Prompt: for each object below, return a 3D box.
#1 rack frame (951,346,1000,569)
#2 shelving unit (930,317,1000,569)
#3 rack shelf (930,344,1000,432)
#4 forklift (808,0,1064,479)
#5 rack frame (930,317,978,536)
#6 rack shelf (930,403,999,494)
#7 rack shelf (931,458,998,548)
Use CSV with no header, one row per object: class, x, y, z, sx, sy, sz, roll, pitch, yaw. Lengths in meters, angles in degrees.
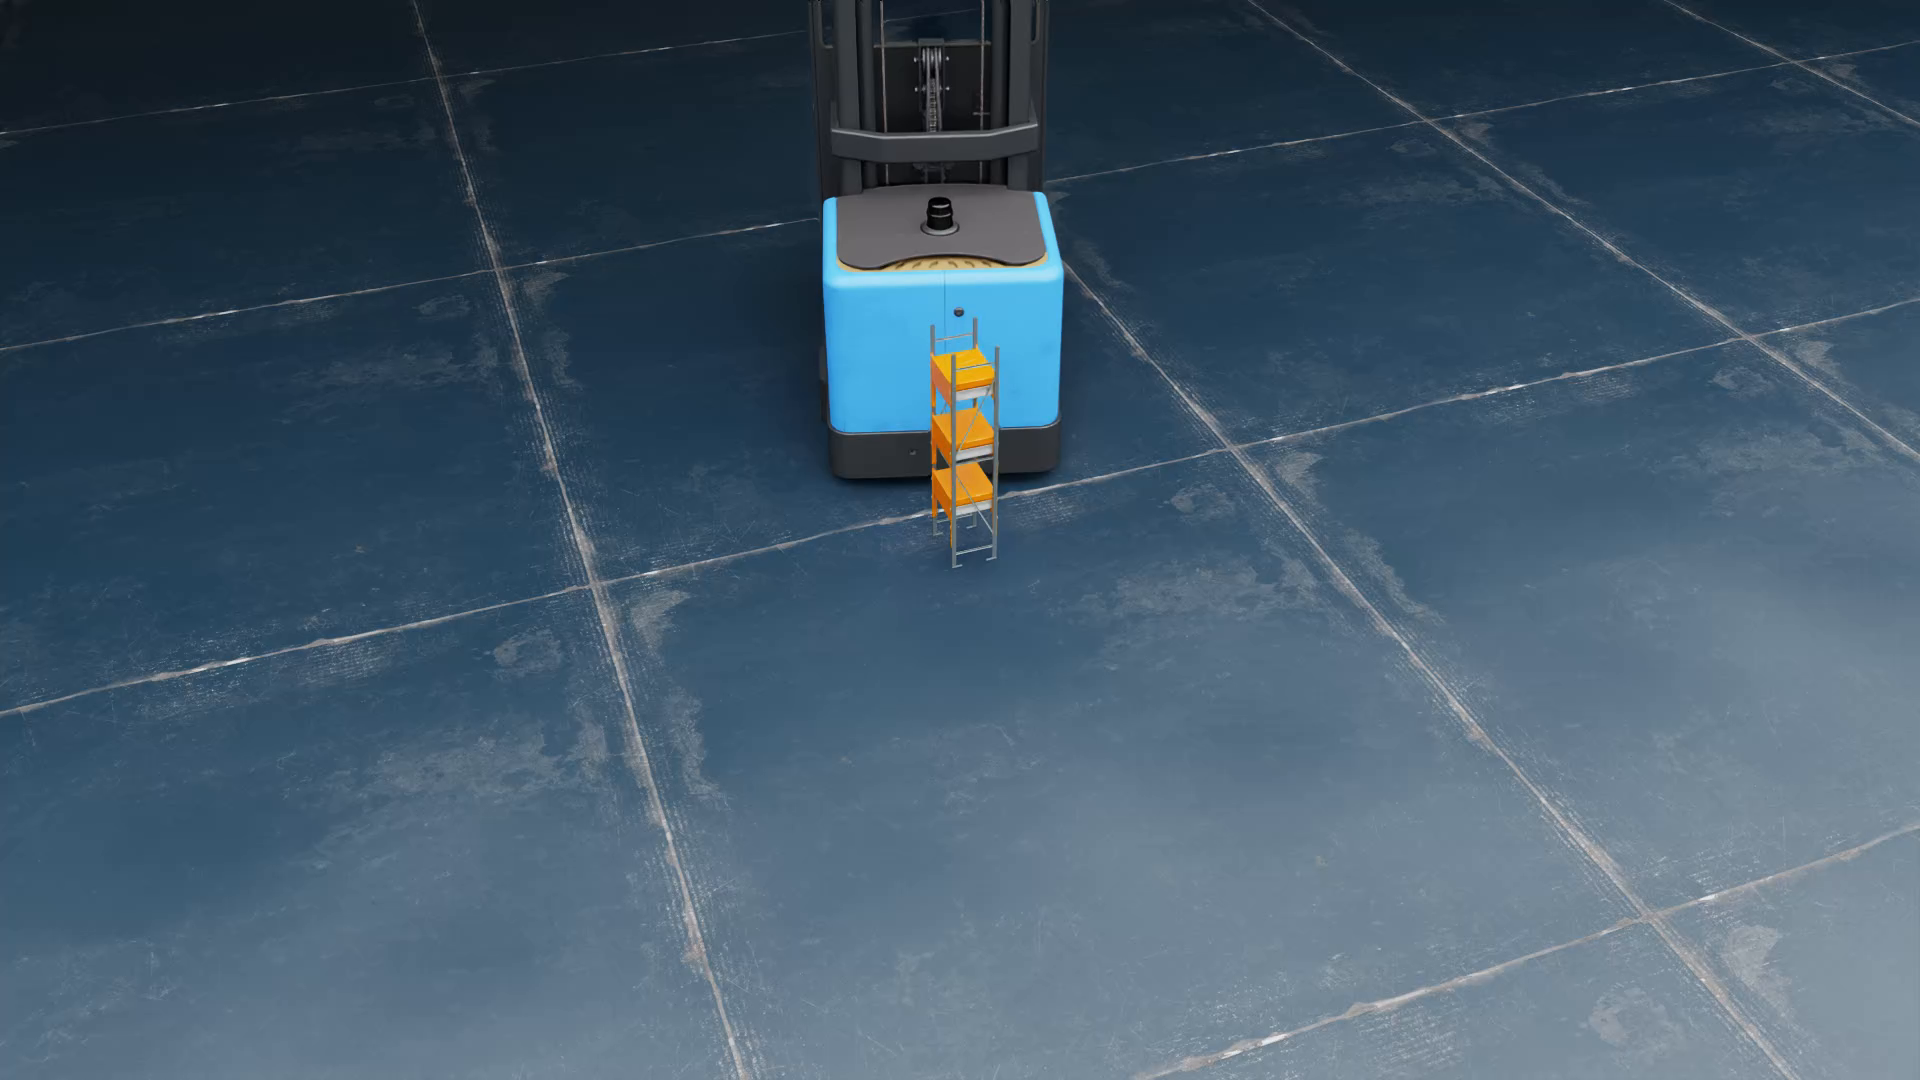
rack frame,0.060,-0.320,6.803,0.200,1.050,0.008,-12,39,-16
shelving unit,0.018,-0.389,6.894,0.215,1.050,0.252,-12,39,-16
rack shelf,0.018,-0.607,6.730,0.215,0.259,0.240,-12,39,-16
forklift,-0.158,-2.313,7.885,1.130,2.935,3.031,-2,37,-3
rack frame,-0.024,-0.458,6.985,0.200,1.050,0.008,-12,39,-16
rack shelf,0.018,-0.381,6.900,0.215,0.259,0.240,-12,39,-16
rack shelf,0.018,-0.159,7.068,0.215,0.259,0.240,-12,39,-16
